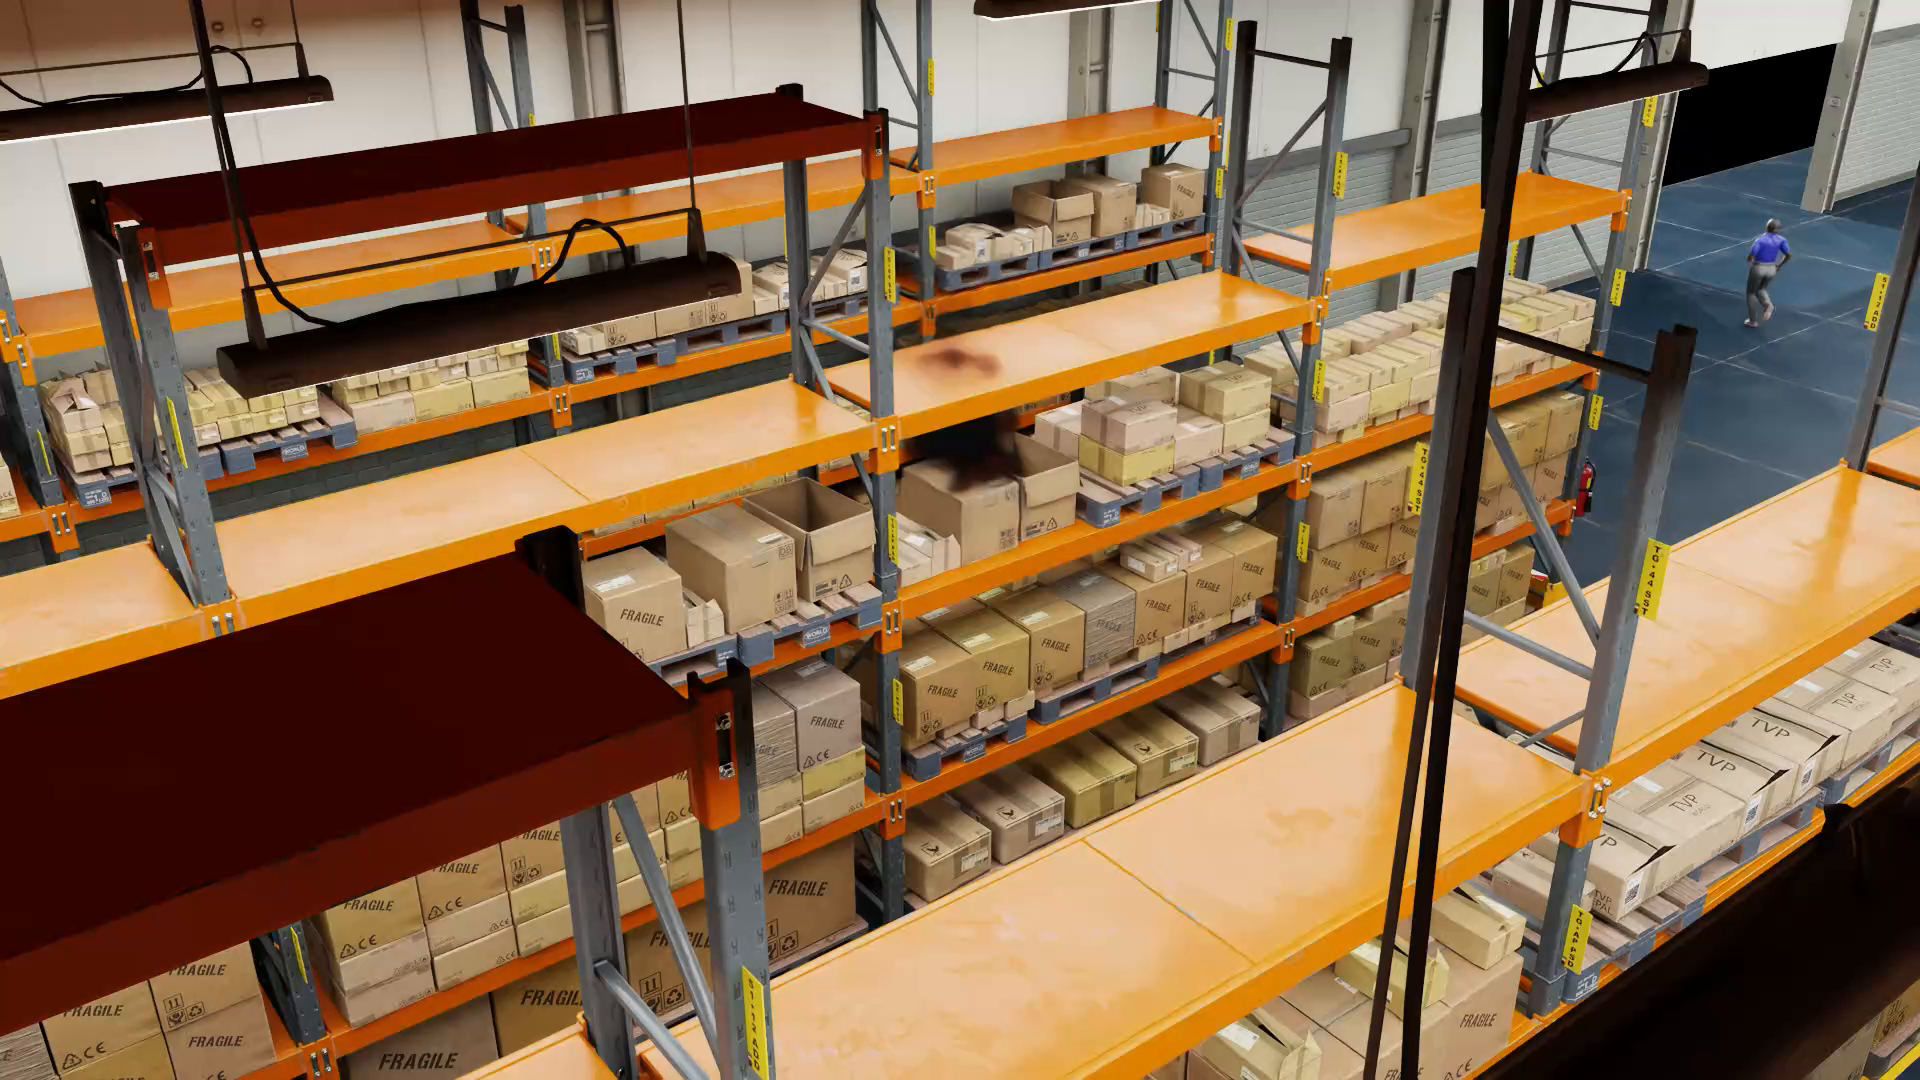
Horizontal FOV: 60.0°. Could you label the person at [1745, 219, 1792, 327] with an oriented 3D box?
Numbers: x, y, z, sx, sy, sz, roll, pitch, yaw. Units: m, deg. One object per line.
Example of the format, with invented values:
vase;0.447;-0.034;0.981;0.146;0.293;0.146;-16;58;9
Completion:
person;11.724;-3.915;24.291;0.574;1.612;0.558;0;26;-1
